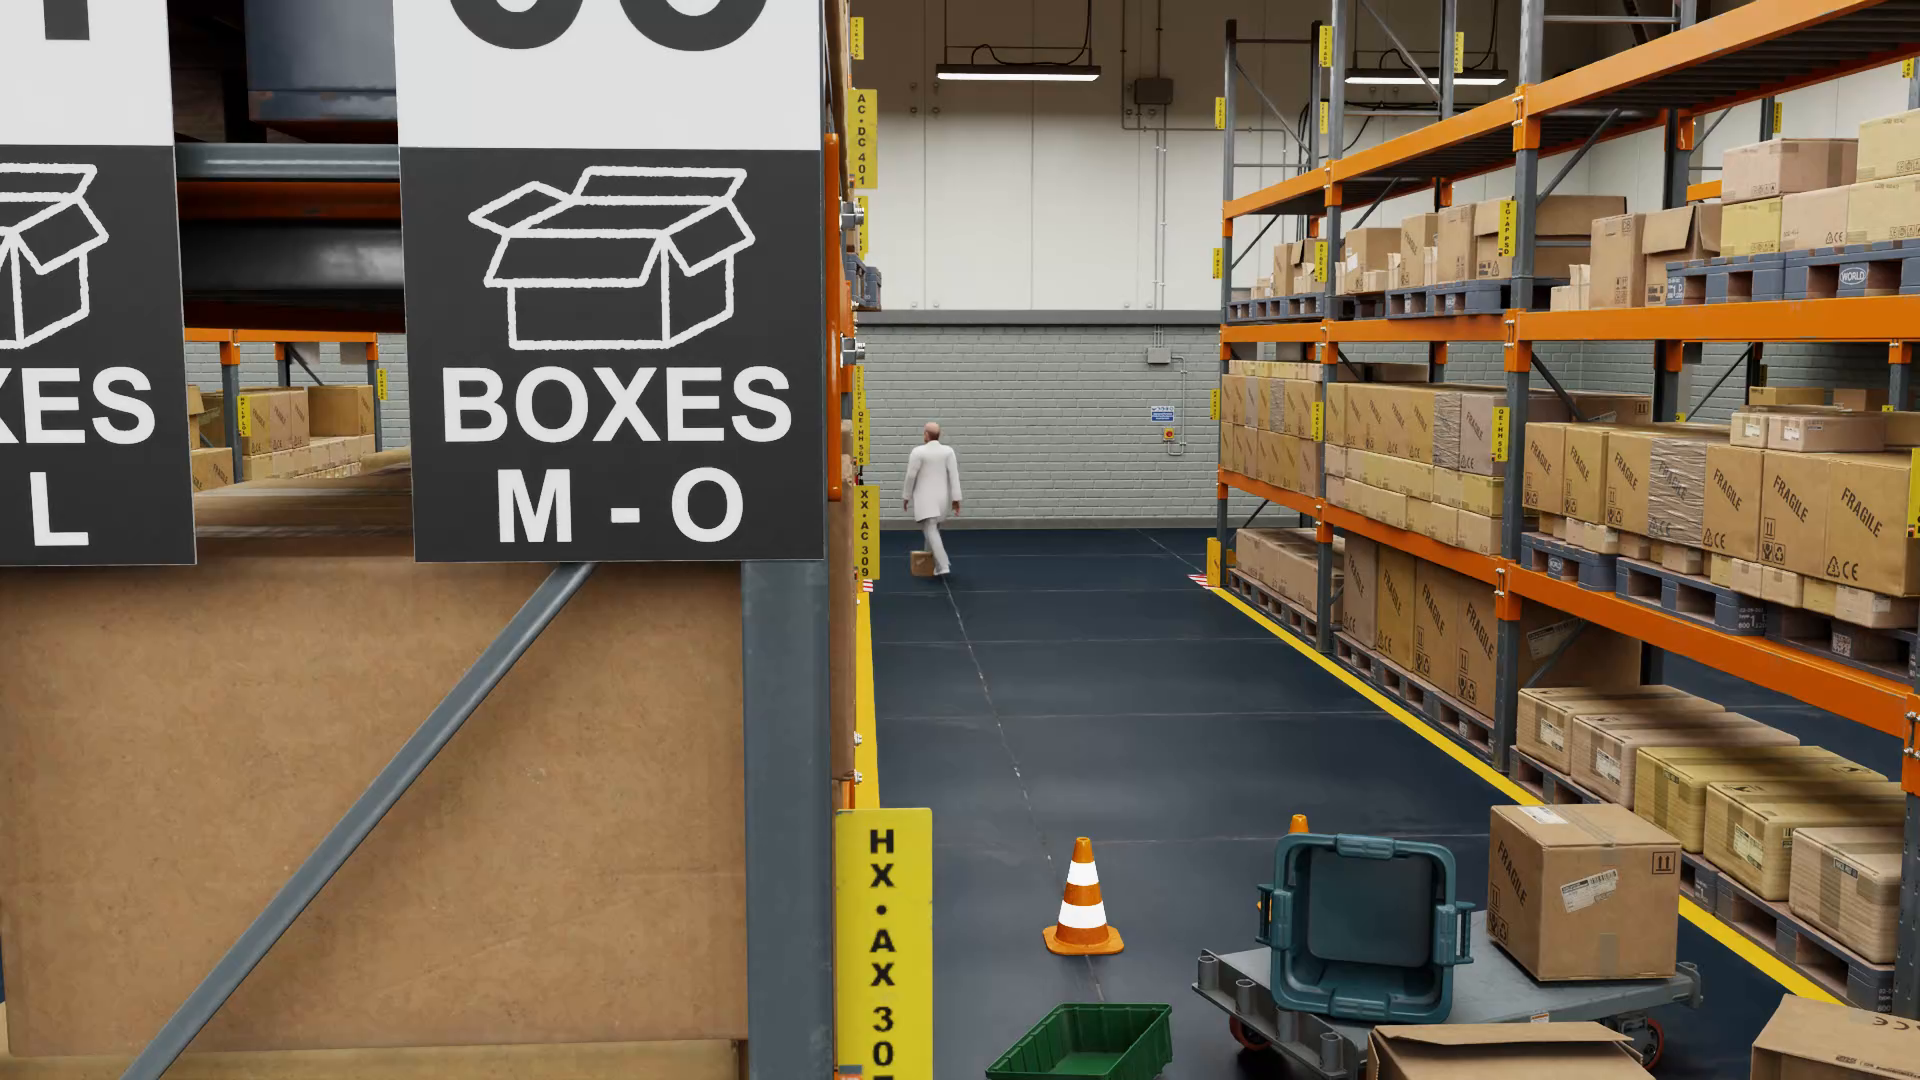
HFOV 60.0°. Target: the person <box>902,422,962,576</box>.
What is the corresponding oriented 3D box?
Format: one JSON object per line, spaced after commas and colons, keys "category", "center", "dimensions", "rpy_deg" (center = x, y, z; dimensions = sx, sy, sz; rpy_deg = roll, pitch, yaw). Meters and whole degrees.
{"category": "person", "center": [-0.341, -0.467, 18.770], "dimensions": [0.626, 1.732, 1.087], "rpy_deg": [-3, 7, -26]}
